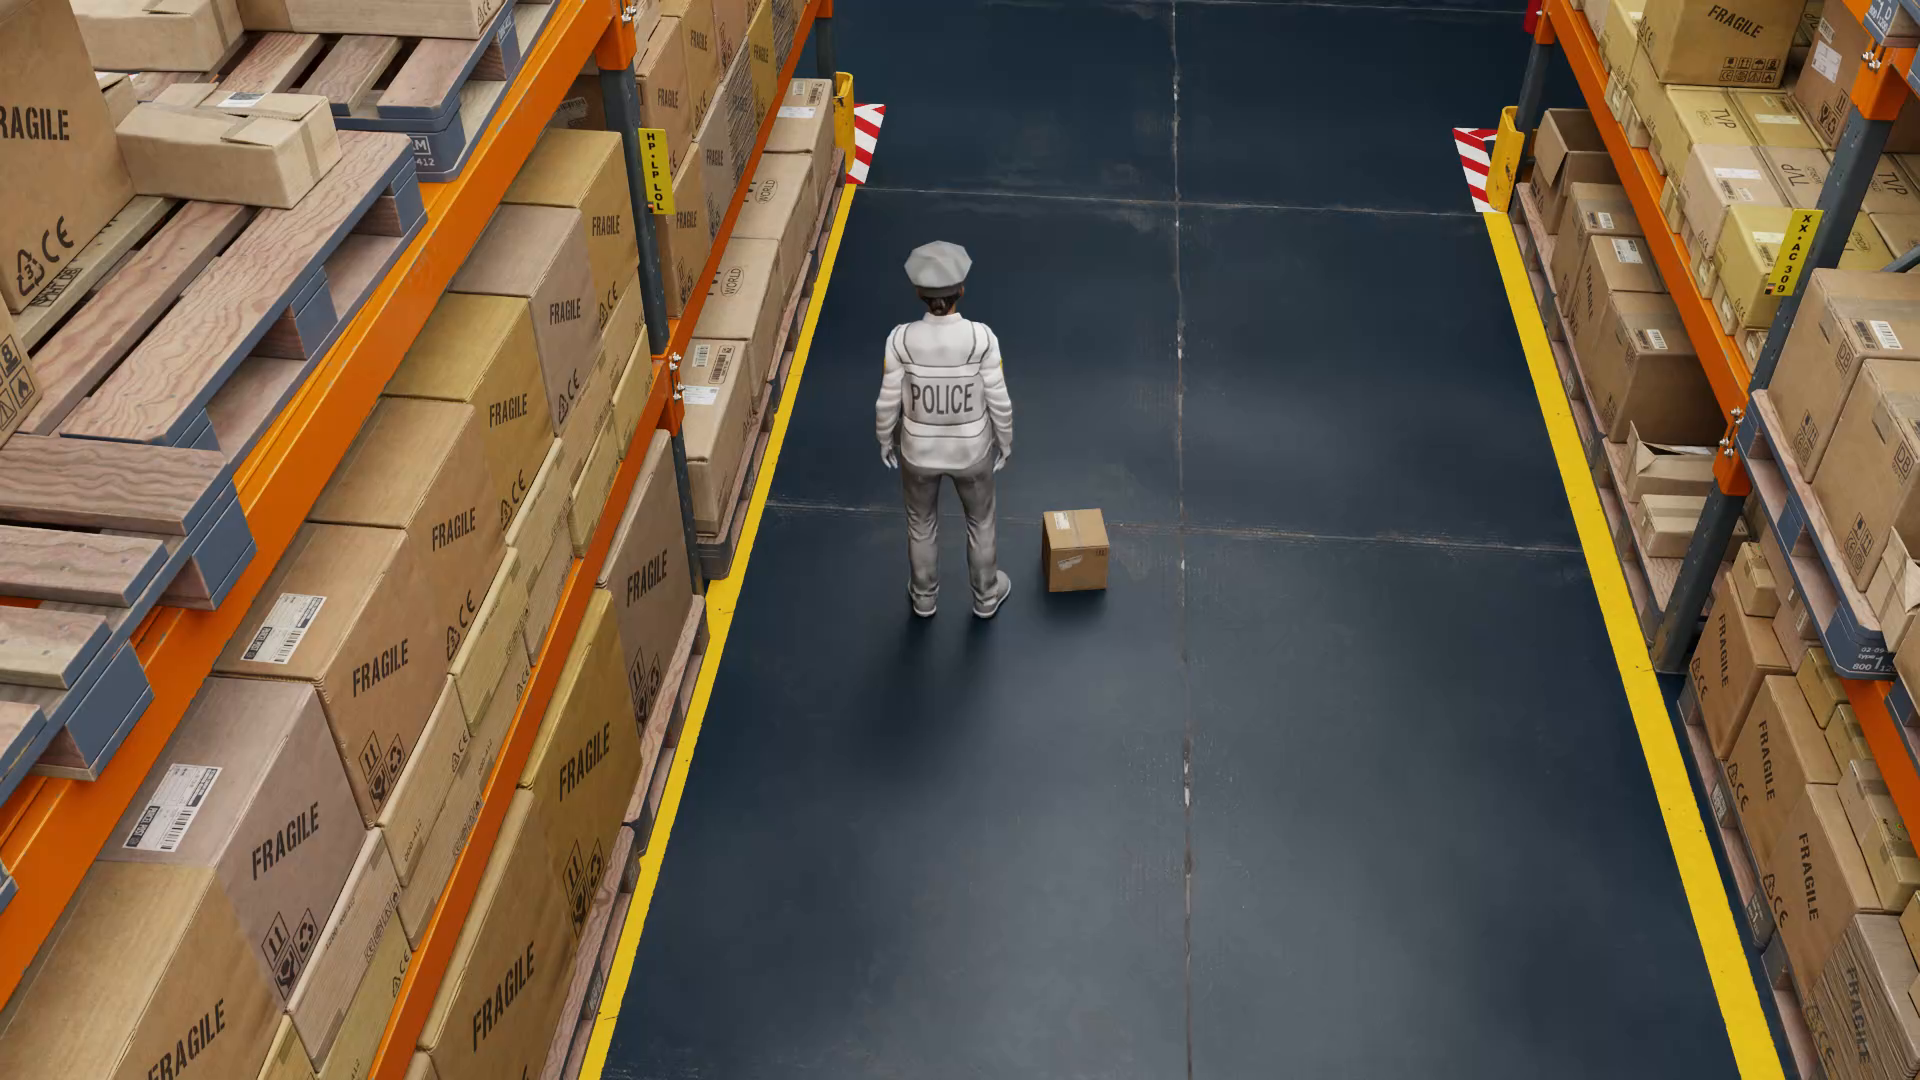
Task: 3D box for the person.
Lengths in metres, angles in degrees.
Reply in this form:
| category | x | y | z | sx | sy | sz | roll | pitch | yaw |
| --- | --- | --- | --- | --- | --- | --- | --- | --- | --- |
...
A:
| category | x | y | z | sx | sy | sz | roll | pitch | yaw |
| --- | --- | --- | --- | --- | --- | --- | --- | --- | --- |
| person | -0.058 | -0.382 | 6.602 | 0.546 | 1.666 | 0.341 | 2 | 40 | 2 |
